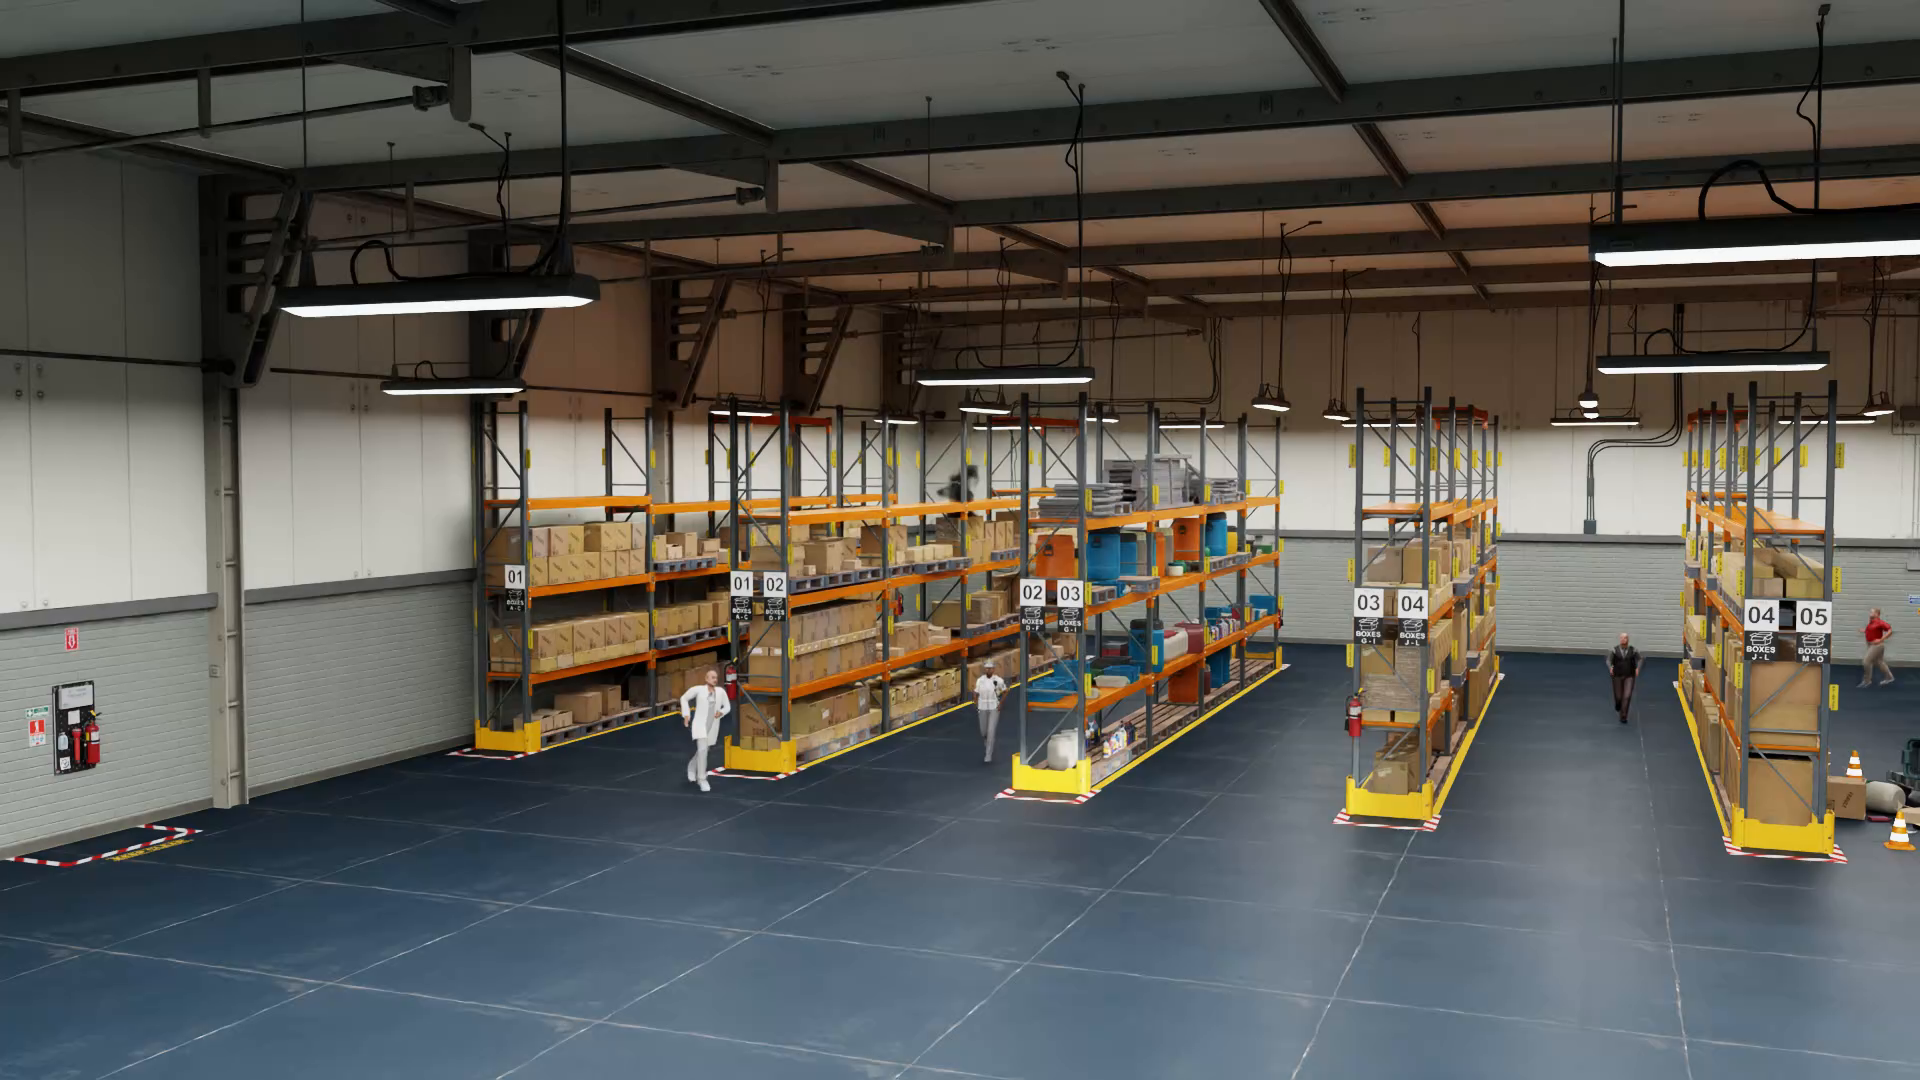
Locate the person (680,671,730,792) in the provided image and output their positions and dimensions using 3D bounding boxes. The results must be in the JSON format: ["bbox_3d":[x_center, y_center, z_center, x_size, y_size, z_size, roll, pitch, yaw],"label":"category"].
[{"bbox_3d":[-3.866,2.913,25.479,0.737,1.694,1.009,-2,3,-31],"label":"person"}]

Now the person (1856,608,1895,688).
[{"bbox_3d":[20.053,2.383,36.353,0.796,1.792,0.658,1,3,17],"label":"person"}]

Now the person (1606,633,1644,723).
[{"bbox_3d":[12.706,2.623,31.796,0.676,1.685,0.791,1,3,22],"label":"person"}]

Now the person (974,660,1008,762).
[{"bbox_3d":[0.507,2.830,27.801,0.577,1.680,0.711,0,3,10],"label":"person"}]
